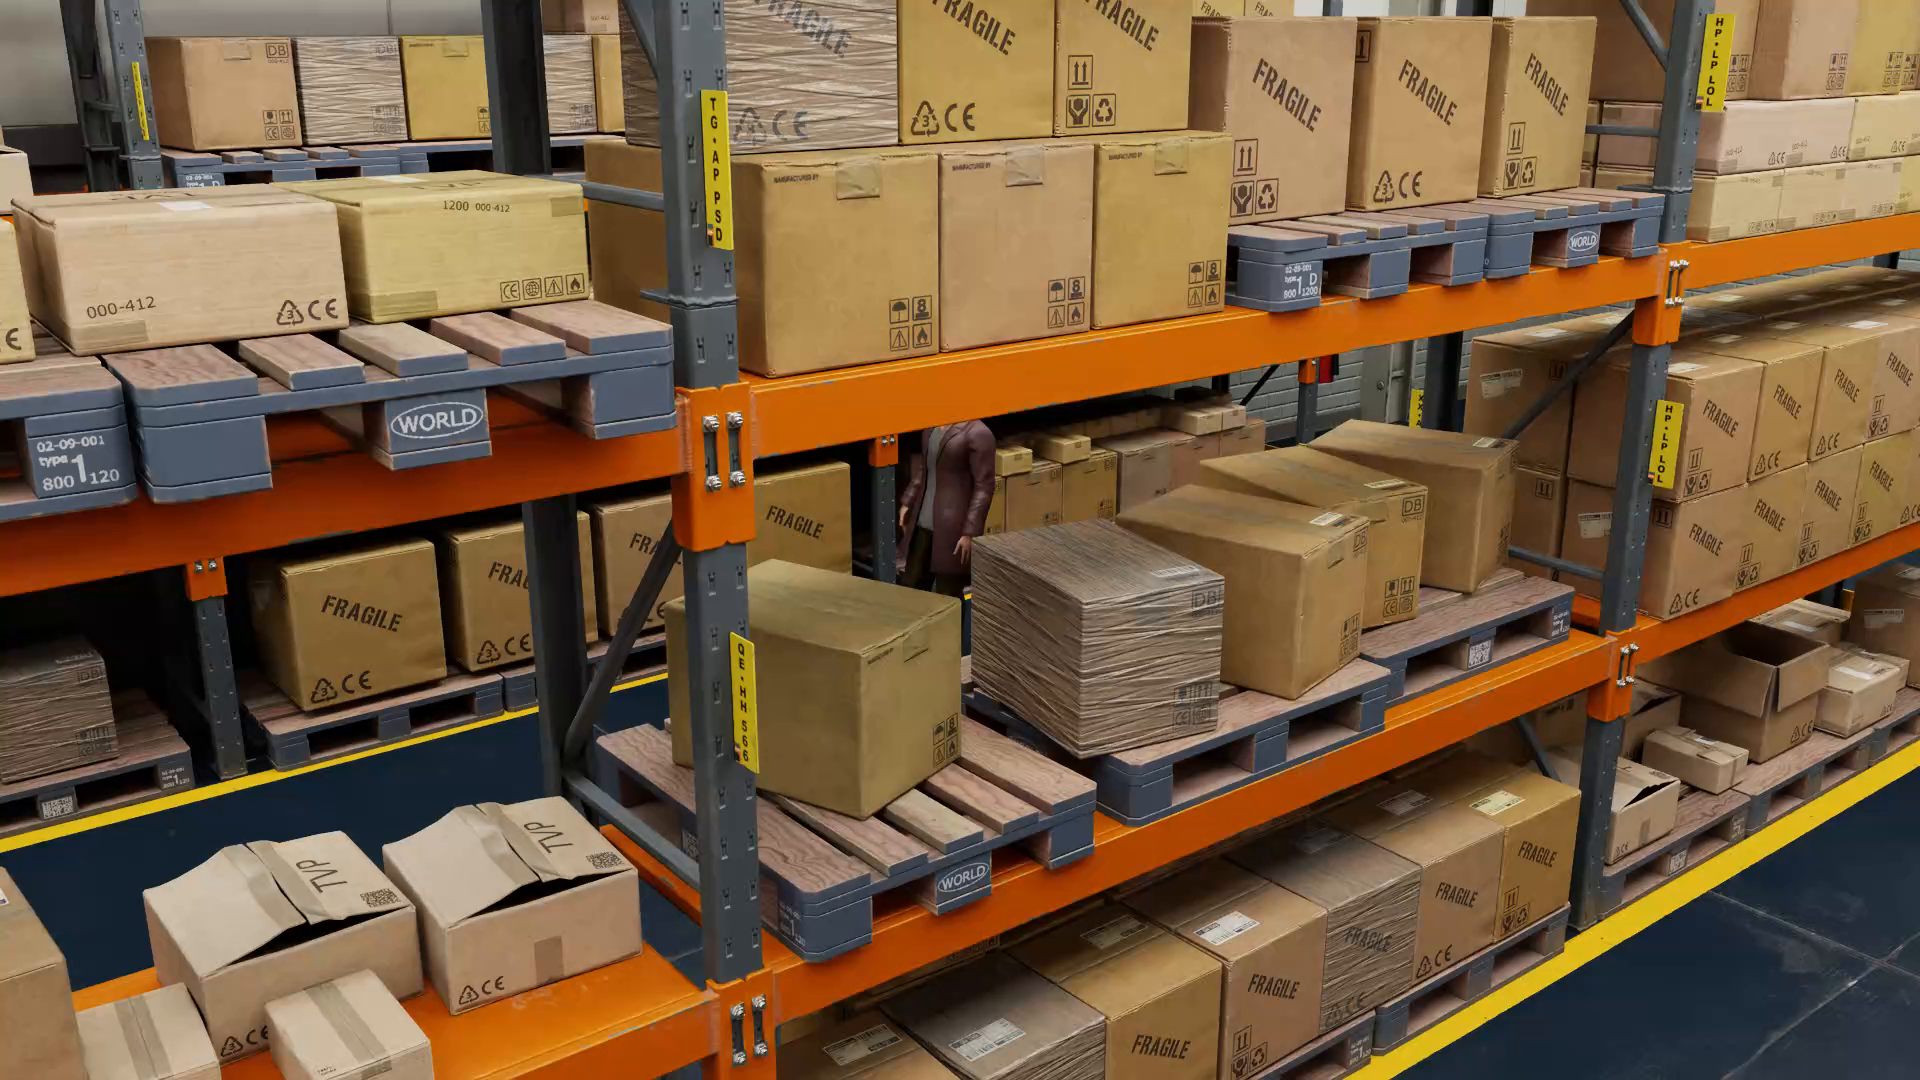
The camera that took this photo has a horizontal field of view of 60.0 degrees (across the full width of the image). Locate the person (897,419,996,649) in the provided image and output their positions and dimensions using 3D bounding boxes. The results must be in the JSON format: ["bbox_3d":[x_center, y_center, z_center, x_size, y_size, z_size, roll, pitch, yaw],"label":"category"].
[{"bbox_3d":[-0.161,-0.064,9.249,0.579,1.779,0.697,-13,22,-36],"label":"person"}]
